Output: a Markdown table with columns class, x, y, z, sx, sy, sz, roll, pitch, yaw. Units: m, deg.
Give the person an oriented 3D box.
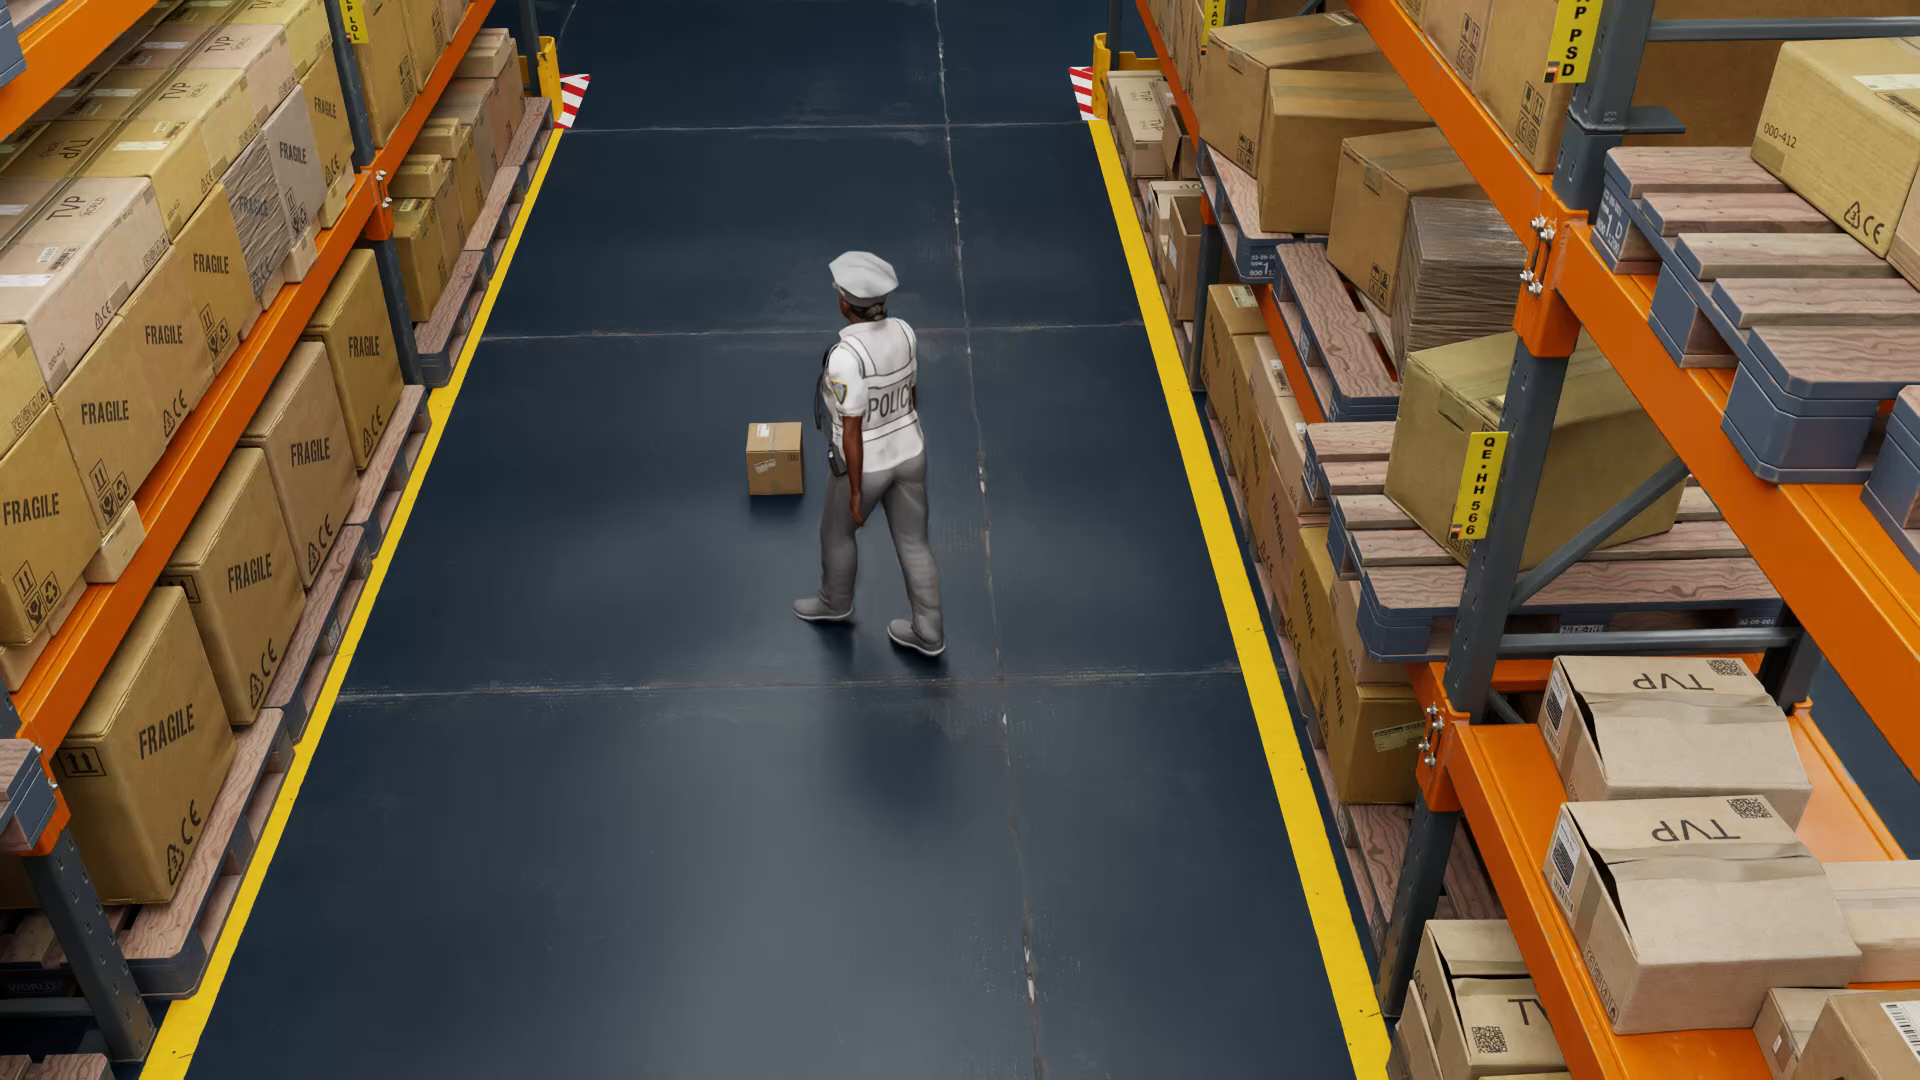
| class | x | y | z | sx | sy | sz | roll | pitch | yaw |
| --- | --- | --- | --- | --- | --- | --- | --- | --- | --- |
| person | -0.332 | -0.310 | 6.575 | 0.469 | 1.685 | 0.726 | -27 | 44 | -33 |
